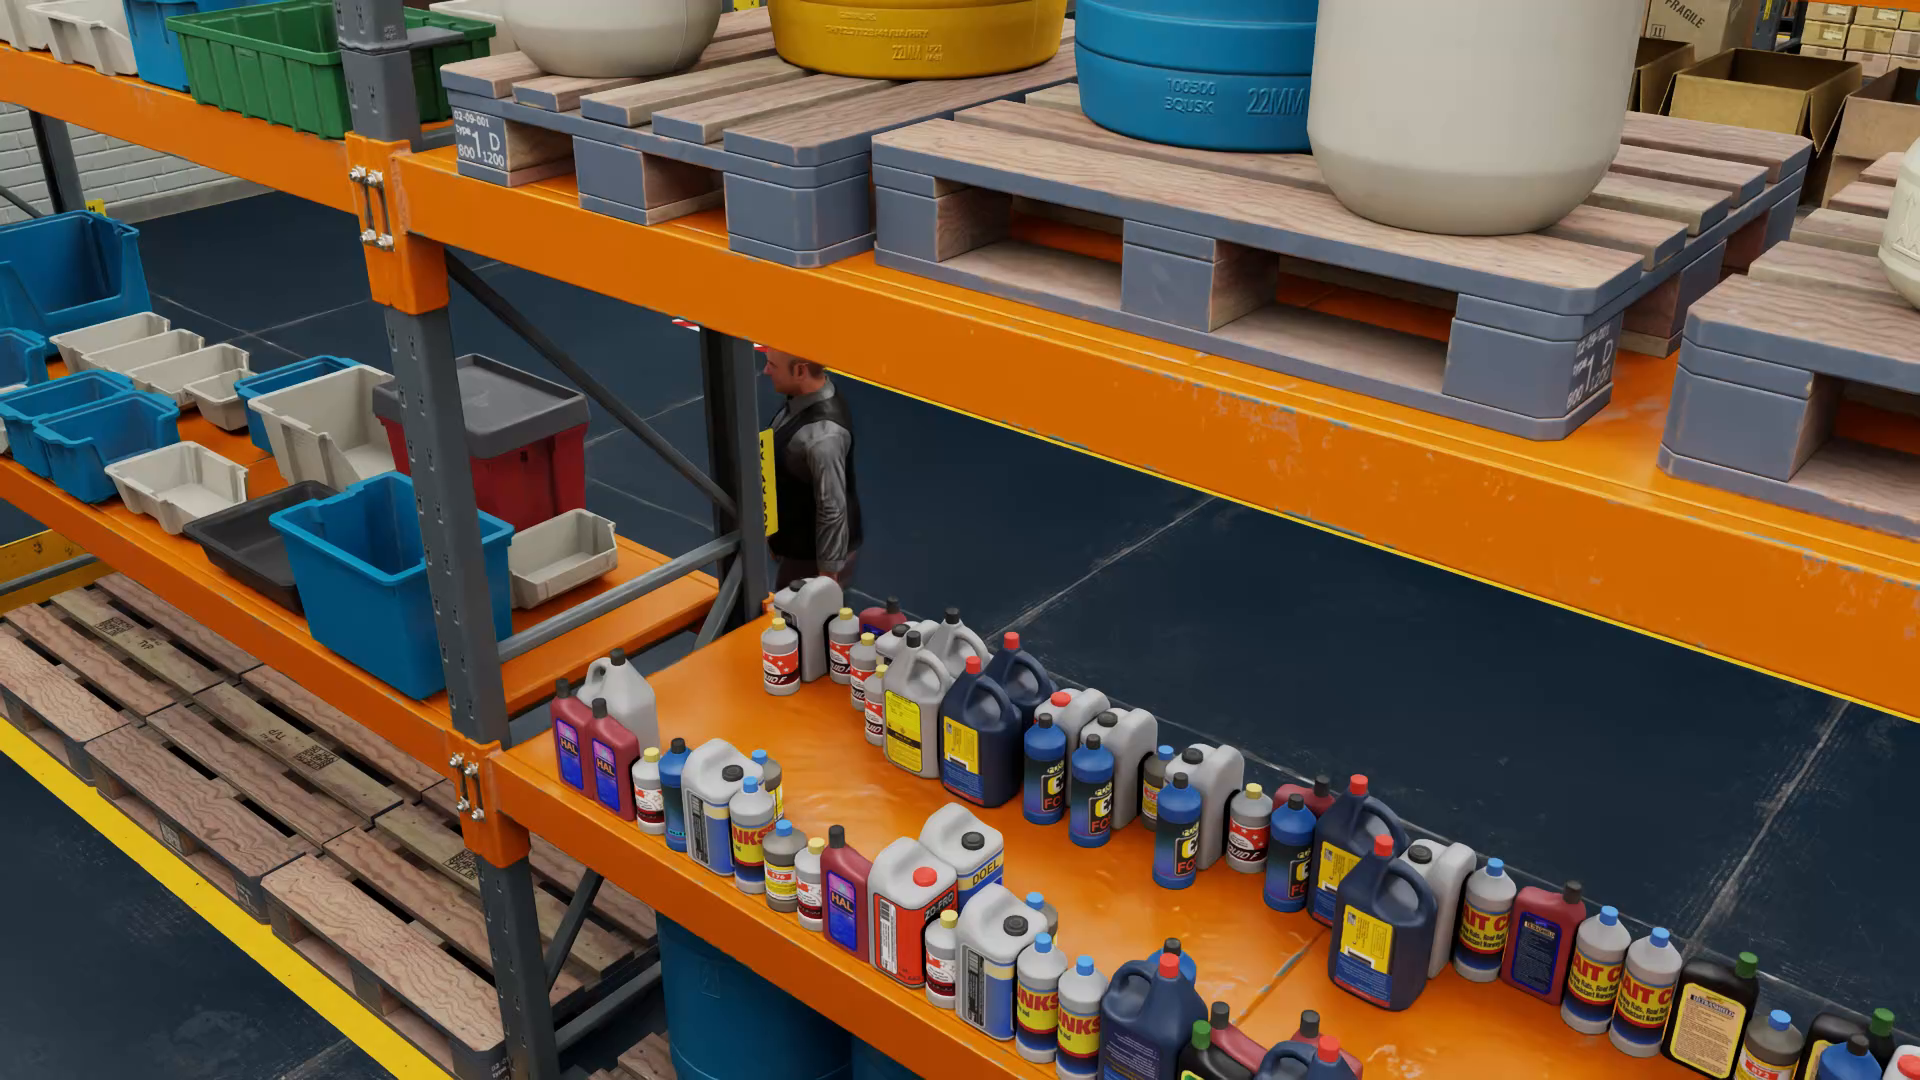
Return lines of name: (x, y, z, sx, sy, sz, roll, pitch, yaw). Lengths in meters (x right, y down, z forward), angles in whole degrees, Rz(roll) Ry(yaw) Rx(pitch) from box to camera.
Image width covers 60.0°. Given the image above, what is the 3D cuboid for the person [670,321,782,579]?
person: (-0.880, -0.055, 6.279, 0.416, 1.772, 0.672, -3, 27, -7)
